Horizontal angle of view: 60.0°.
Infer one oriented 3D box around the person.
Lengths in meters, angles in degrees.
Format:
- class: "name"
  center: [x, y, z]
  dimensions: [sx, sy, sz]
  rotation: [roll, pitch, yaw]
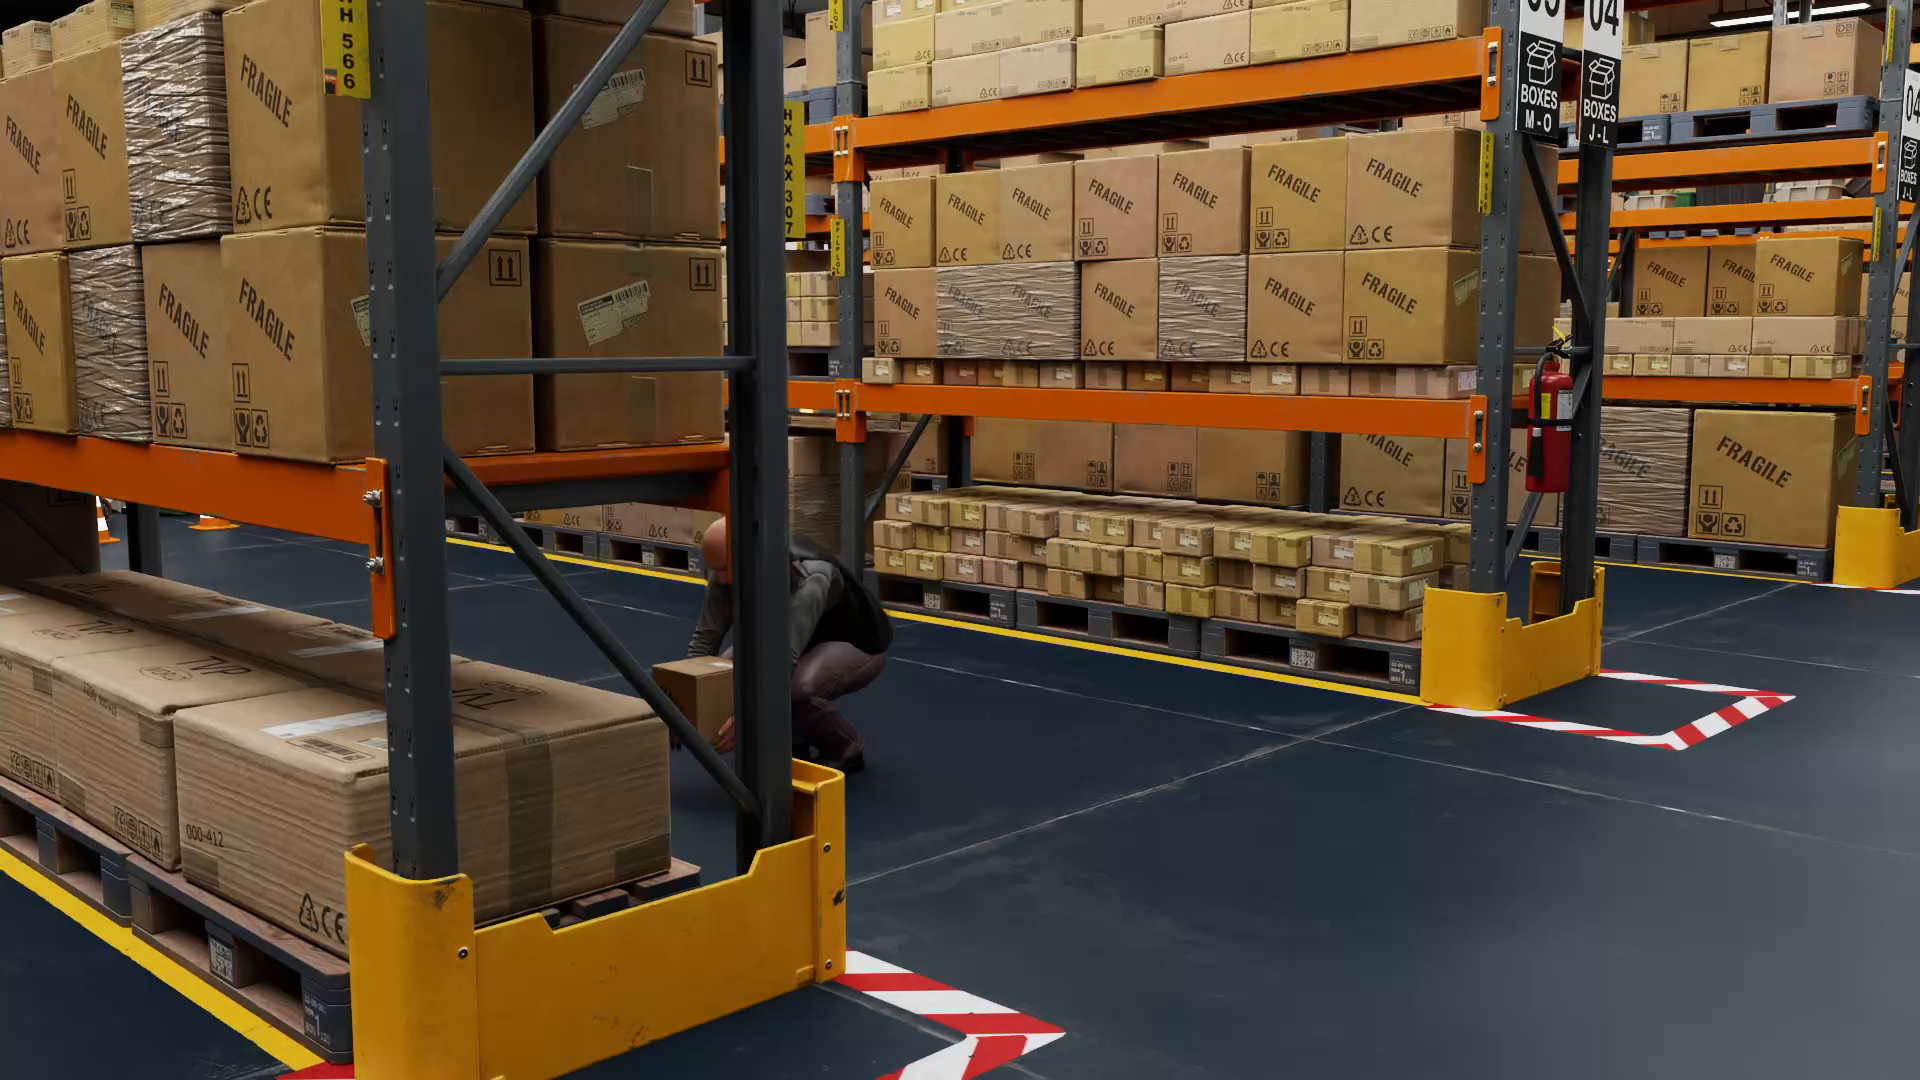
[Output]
- class: "person"
  center: [-0.625, 0.414, 5.952]
  dimensions: [0.531, 0.886, 0.874]
  rotation: [7, 10, 43]
